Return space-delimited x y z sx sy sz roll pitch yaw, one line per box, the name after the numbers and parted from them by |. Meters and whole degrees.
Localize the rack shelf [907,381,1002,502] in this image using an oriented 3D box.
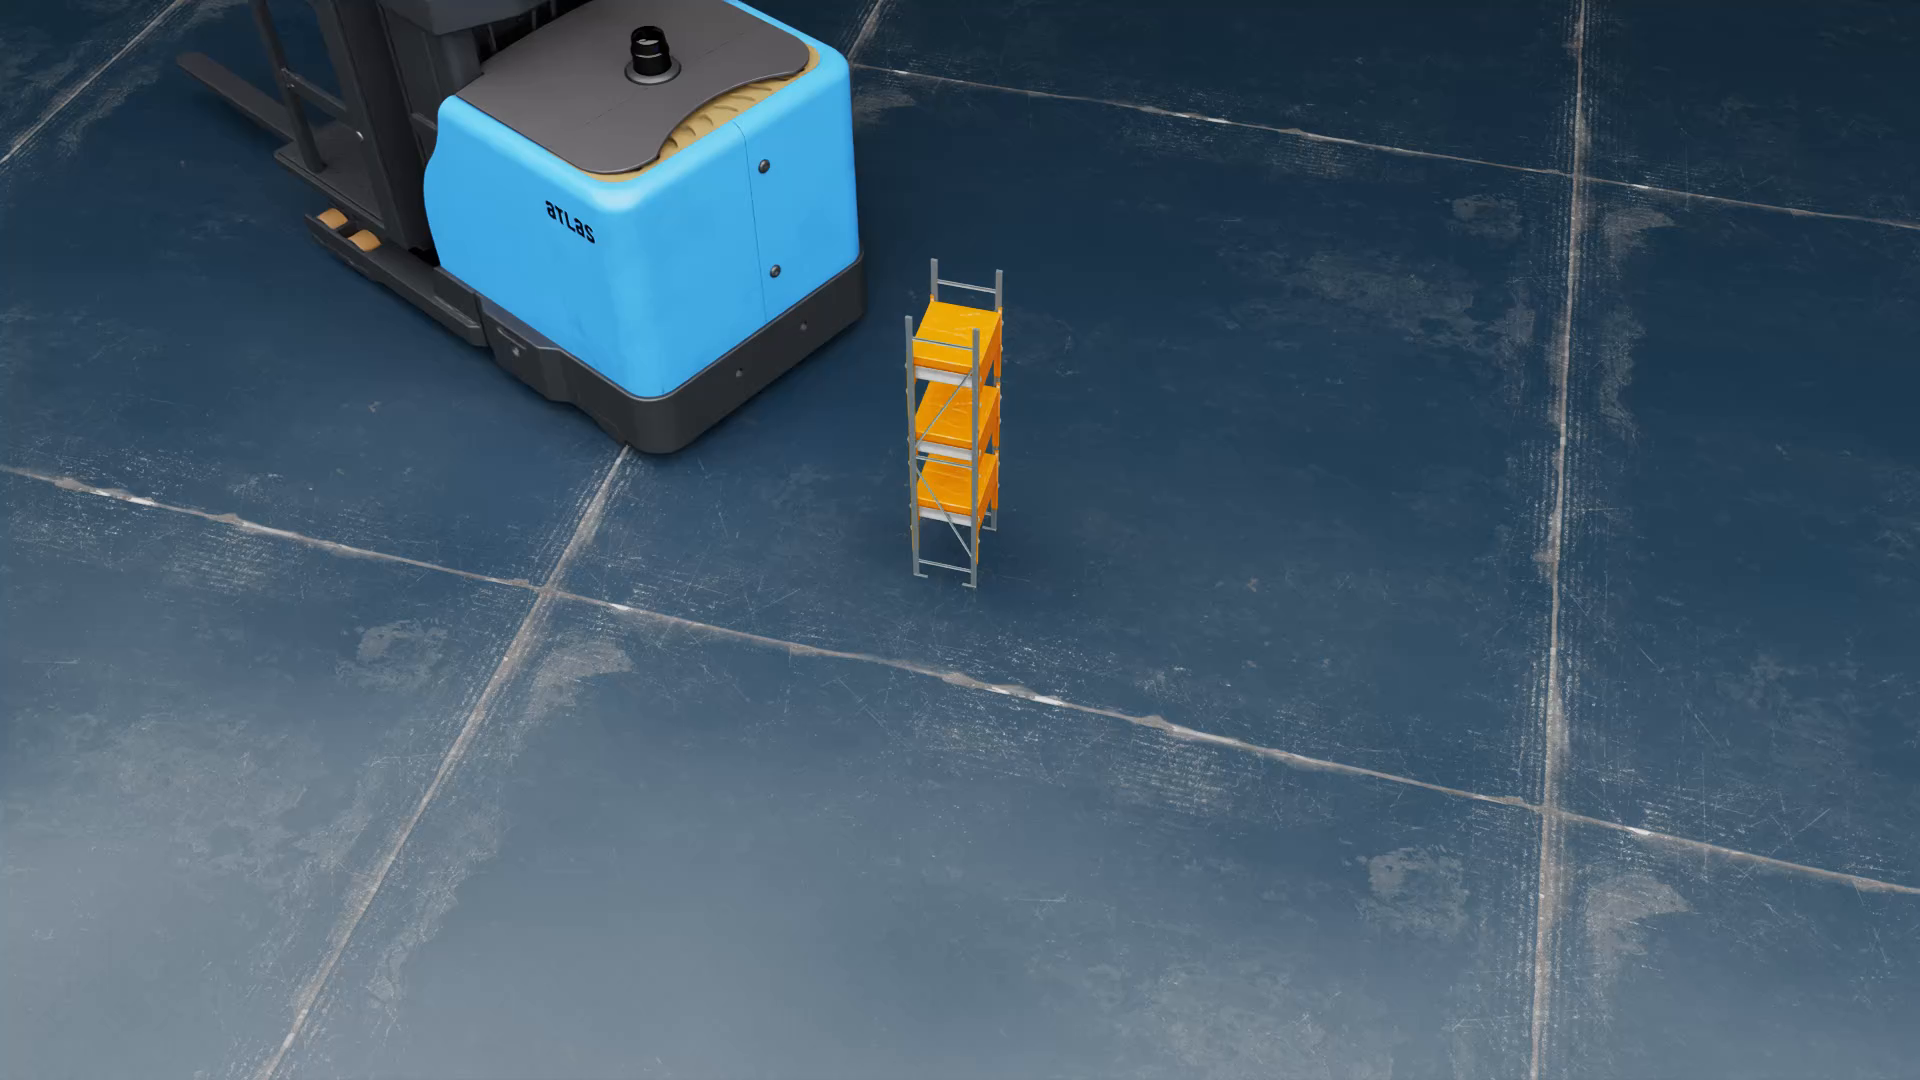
-0.014 -0.302 4.830 0.215 0.259 0.240 12 50 10 | rack shelf

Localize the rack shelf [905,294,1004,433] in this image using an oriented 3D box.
-0.014 -0.489 4.617 0.215 0.259 0.240 12 50 10 | rack shelf

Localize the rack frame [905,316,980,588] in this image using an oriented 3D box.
-0.046 -0.220 4.744 0.200 1.050 0.008 12 50 10 | rack frame

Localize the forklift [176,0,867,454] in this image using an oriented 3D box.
-1.776 -2.205 5.241 3.031 2.935 1.130 33 56 26 | forklift

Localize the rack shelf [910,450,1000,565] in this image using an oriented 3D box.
-0.014 -0.118 5.039 0.215 0.259 0.240 12 50 10 | rack shelf

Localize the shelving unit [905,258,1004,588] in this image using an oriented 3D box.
-0.014 -0.309 4.822 0.215 1.050 0.252 12 50 10 | shelving unit

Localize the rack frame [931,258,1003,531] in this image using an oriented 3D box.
0.018 -0.397 4.900 0.200 1.050 0.008 12 50 10 | rack frame
